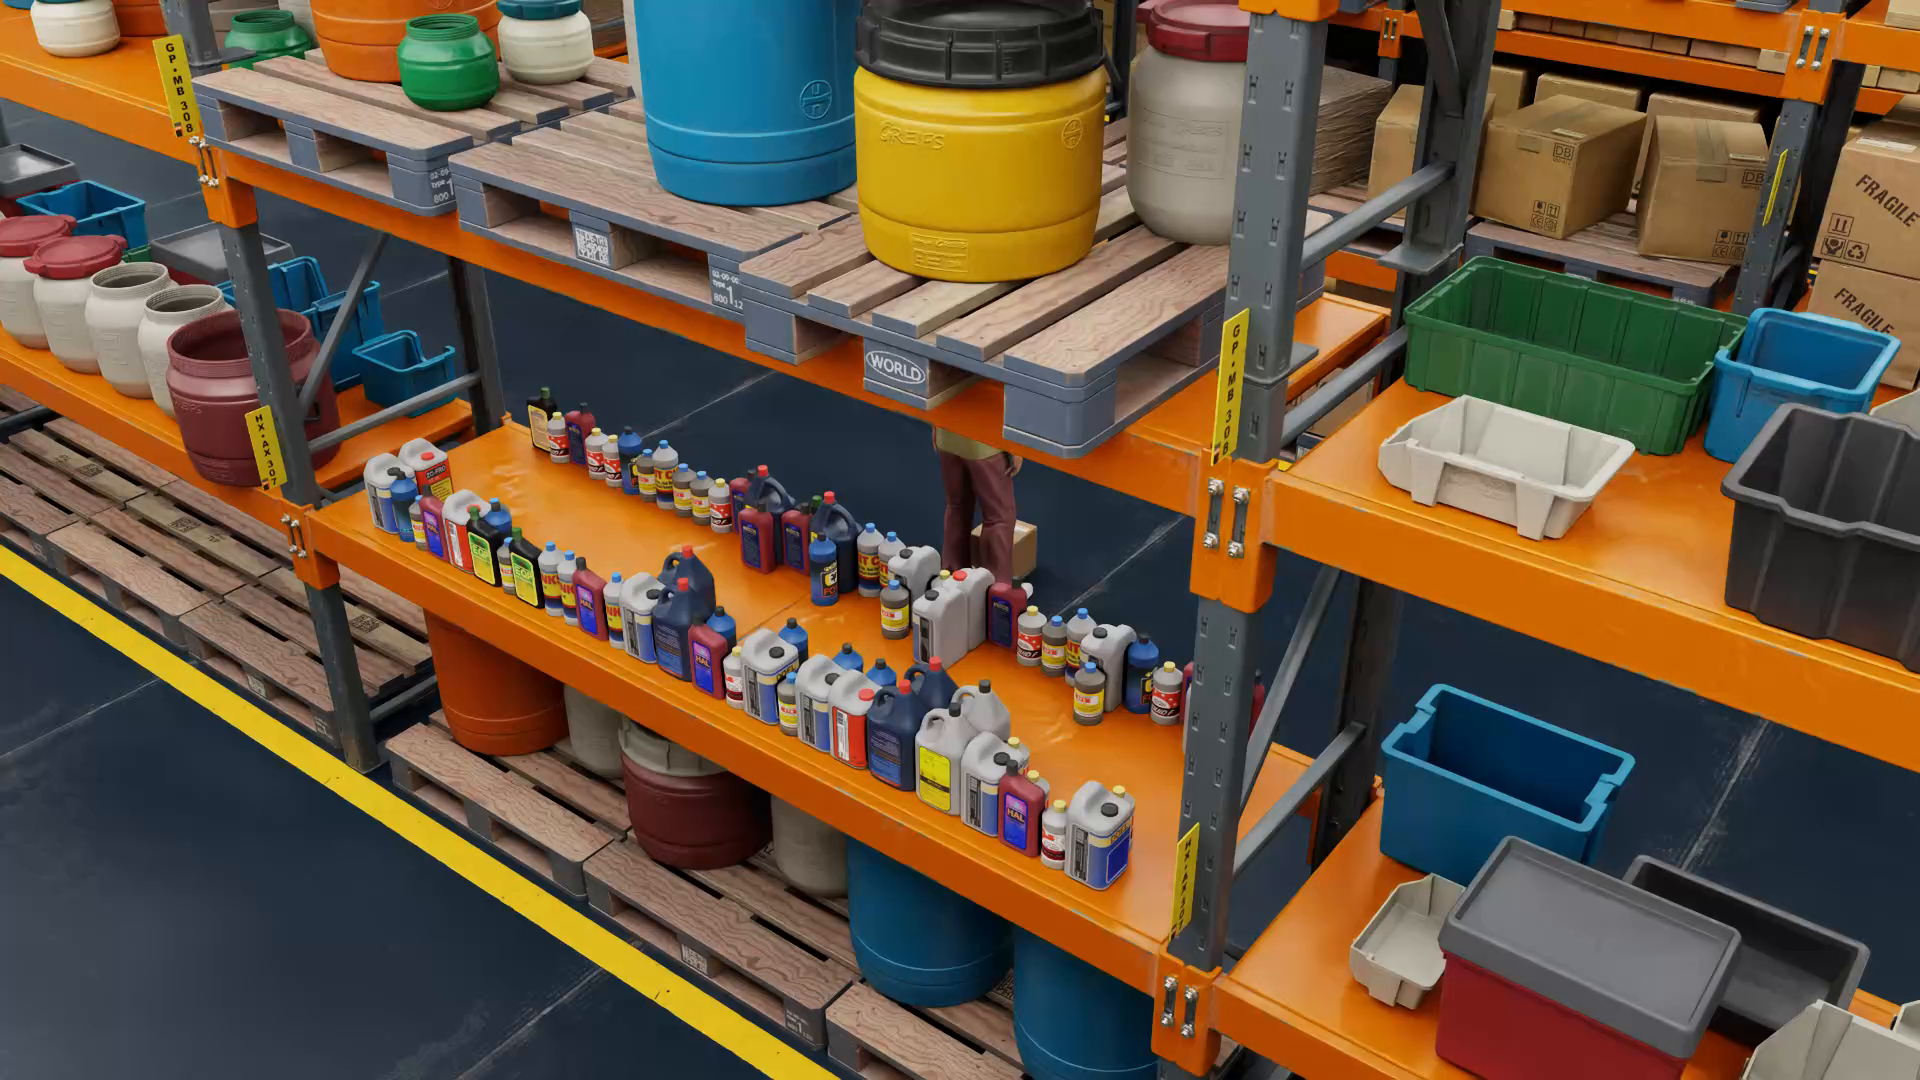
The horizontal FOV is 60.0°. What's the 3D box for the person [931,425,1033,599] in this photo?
[{"bbox_3d":[0.074,-0.452,7.886,0.507,1.672,0.351,21,37,30],"label":"person"}]
